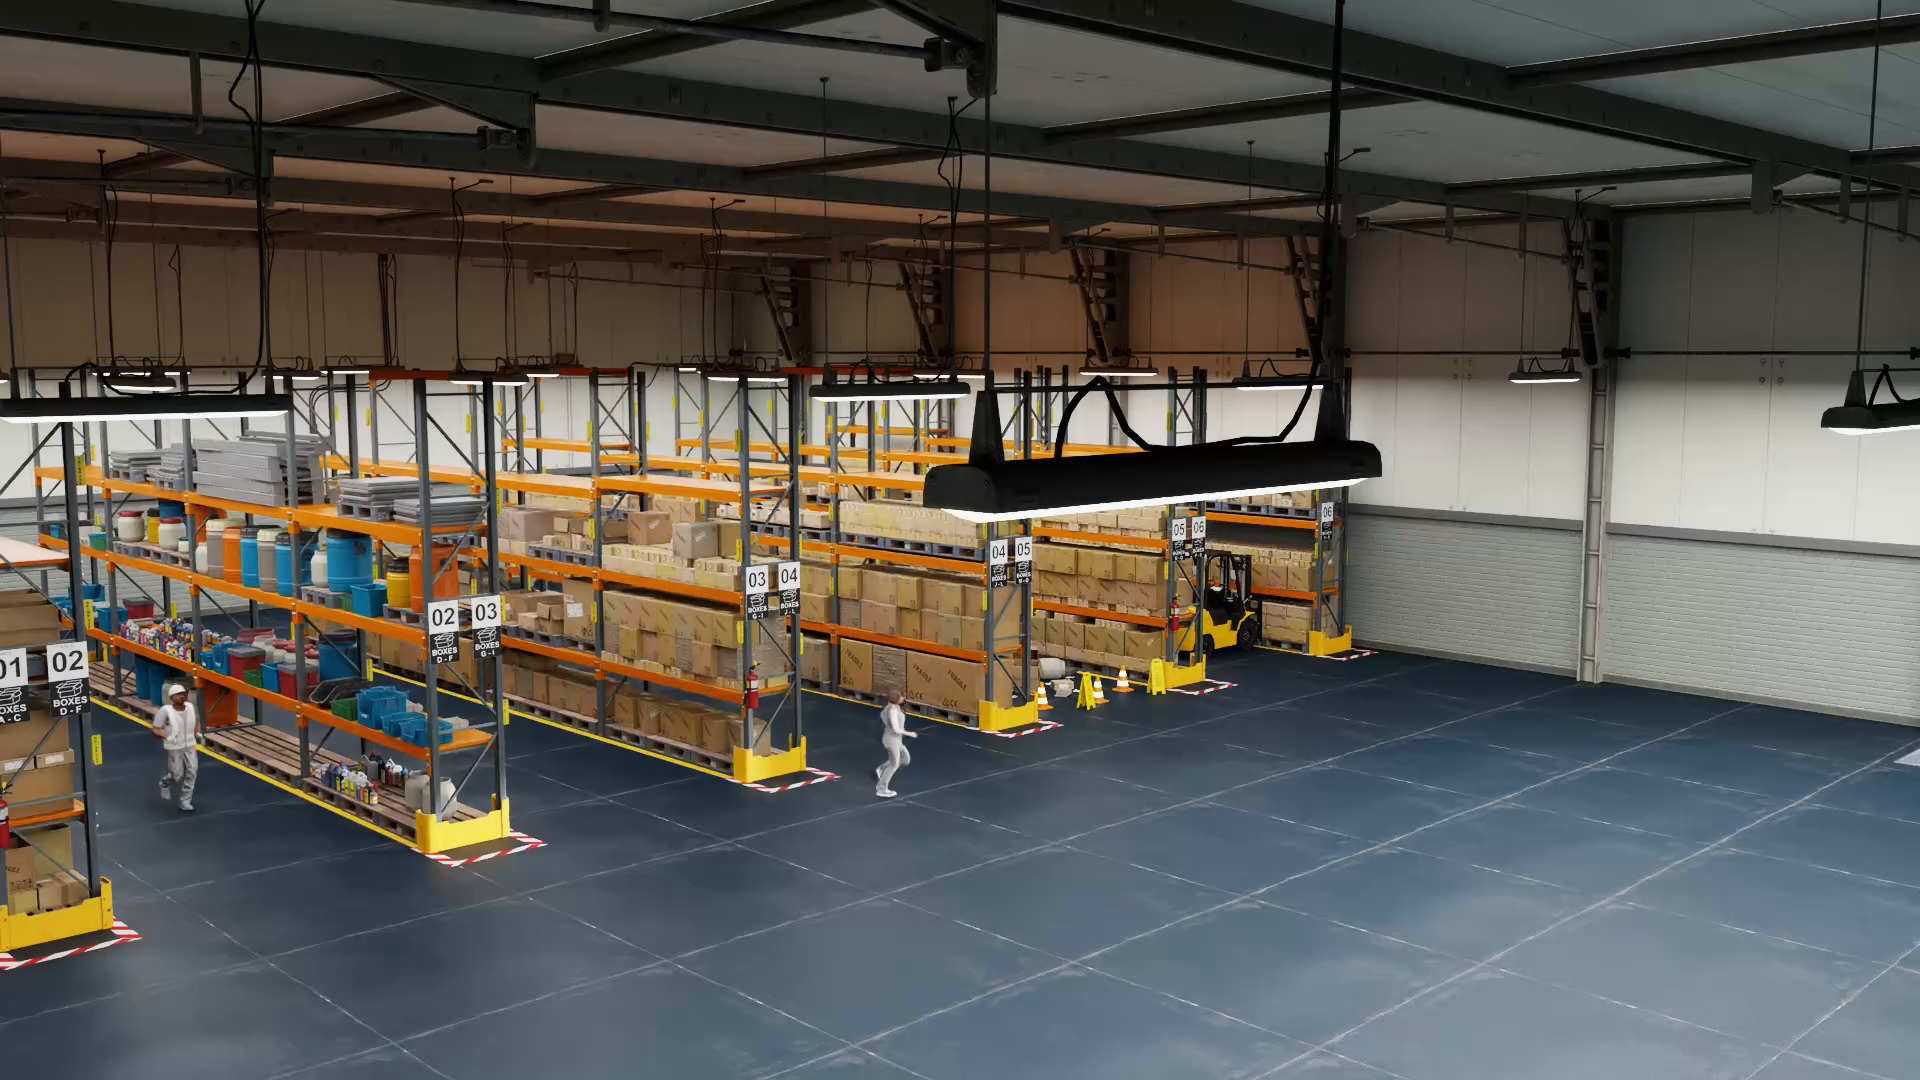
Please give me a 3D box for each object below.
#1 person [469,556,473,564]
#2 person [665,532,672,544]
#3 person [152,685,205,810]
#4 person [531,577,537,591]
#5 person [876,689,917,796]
[{"bbox_3d":[-11.089,1.236,37.847,0.660,1.771,0.728,-3,7,-27],"label":"person"},{"bbox_3d":[-7.843,0.524,44.064,0.571,1.677,0.756,-2,7,-16],"label":"person"},{"bbox_3d":[-10.846,2.865,23.078,0.679,1.741,0.678,5,8,35],"label":"person"},{"bbox_3d":[-10.503,0.875,40.942,0.619,1.727,0.696,0,6,-2],"label":"person"},{"bbox_3d":[-0.910,2.883,23.761,0.603,1.551,0.563,0,6,-3],"label":"person"}]
